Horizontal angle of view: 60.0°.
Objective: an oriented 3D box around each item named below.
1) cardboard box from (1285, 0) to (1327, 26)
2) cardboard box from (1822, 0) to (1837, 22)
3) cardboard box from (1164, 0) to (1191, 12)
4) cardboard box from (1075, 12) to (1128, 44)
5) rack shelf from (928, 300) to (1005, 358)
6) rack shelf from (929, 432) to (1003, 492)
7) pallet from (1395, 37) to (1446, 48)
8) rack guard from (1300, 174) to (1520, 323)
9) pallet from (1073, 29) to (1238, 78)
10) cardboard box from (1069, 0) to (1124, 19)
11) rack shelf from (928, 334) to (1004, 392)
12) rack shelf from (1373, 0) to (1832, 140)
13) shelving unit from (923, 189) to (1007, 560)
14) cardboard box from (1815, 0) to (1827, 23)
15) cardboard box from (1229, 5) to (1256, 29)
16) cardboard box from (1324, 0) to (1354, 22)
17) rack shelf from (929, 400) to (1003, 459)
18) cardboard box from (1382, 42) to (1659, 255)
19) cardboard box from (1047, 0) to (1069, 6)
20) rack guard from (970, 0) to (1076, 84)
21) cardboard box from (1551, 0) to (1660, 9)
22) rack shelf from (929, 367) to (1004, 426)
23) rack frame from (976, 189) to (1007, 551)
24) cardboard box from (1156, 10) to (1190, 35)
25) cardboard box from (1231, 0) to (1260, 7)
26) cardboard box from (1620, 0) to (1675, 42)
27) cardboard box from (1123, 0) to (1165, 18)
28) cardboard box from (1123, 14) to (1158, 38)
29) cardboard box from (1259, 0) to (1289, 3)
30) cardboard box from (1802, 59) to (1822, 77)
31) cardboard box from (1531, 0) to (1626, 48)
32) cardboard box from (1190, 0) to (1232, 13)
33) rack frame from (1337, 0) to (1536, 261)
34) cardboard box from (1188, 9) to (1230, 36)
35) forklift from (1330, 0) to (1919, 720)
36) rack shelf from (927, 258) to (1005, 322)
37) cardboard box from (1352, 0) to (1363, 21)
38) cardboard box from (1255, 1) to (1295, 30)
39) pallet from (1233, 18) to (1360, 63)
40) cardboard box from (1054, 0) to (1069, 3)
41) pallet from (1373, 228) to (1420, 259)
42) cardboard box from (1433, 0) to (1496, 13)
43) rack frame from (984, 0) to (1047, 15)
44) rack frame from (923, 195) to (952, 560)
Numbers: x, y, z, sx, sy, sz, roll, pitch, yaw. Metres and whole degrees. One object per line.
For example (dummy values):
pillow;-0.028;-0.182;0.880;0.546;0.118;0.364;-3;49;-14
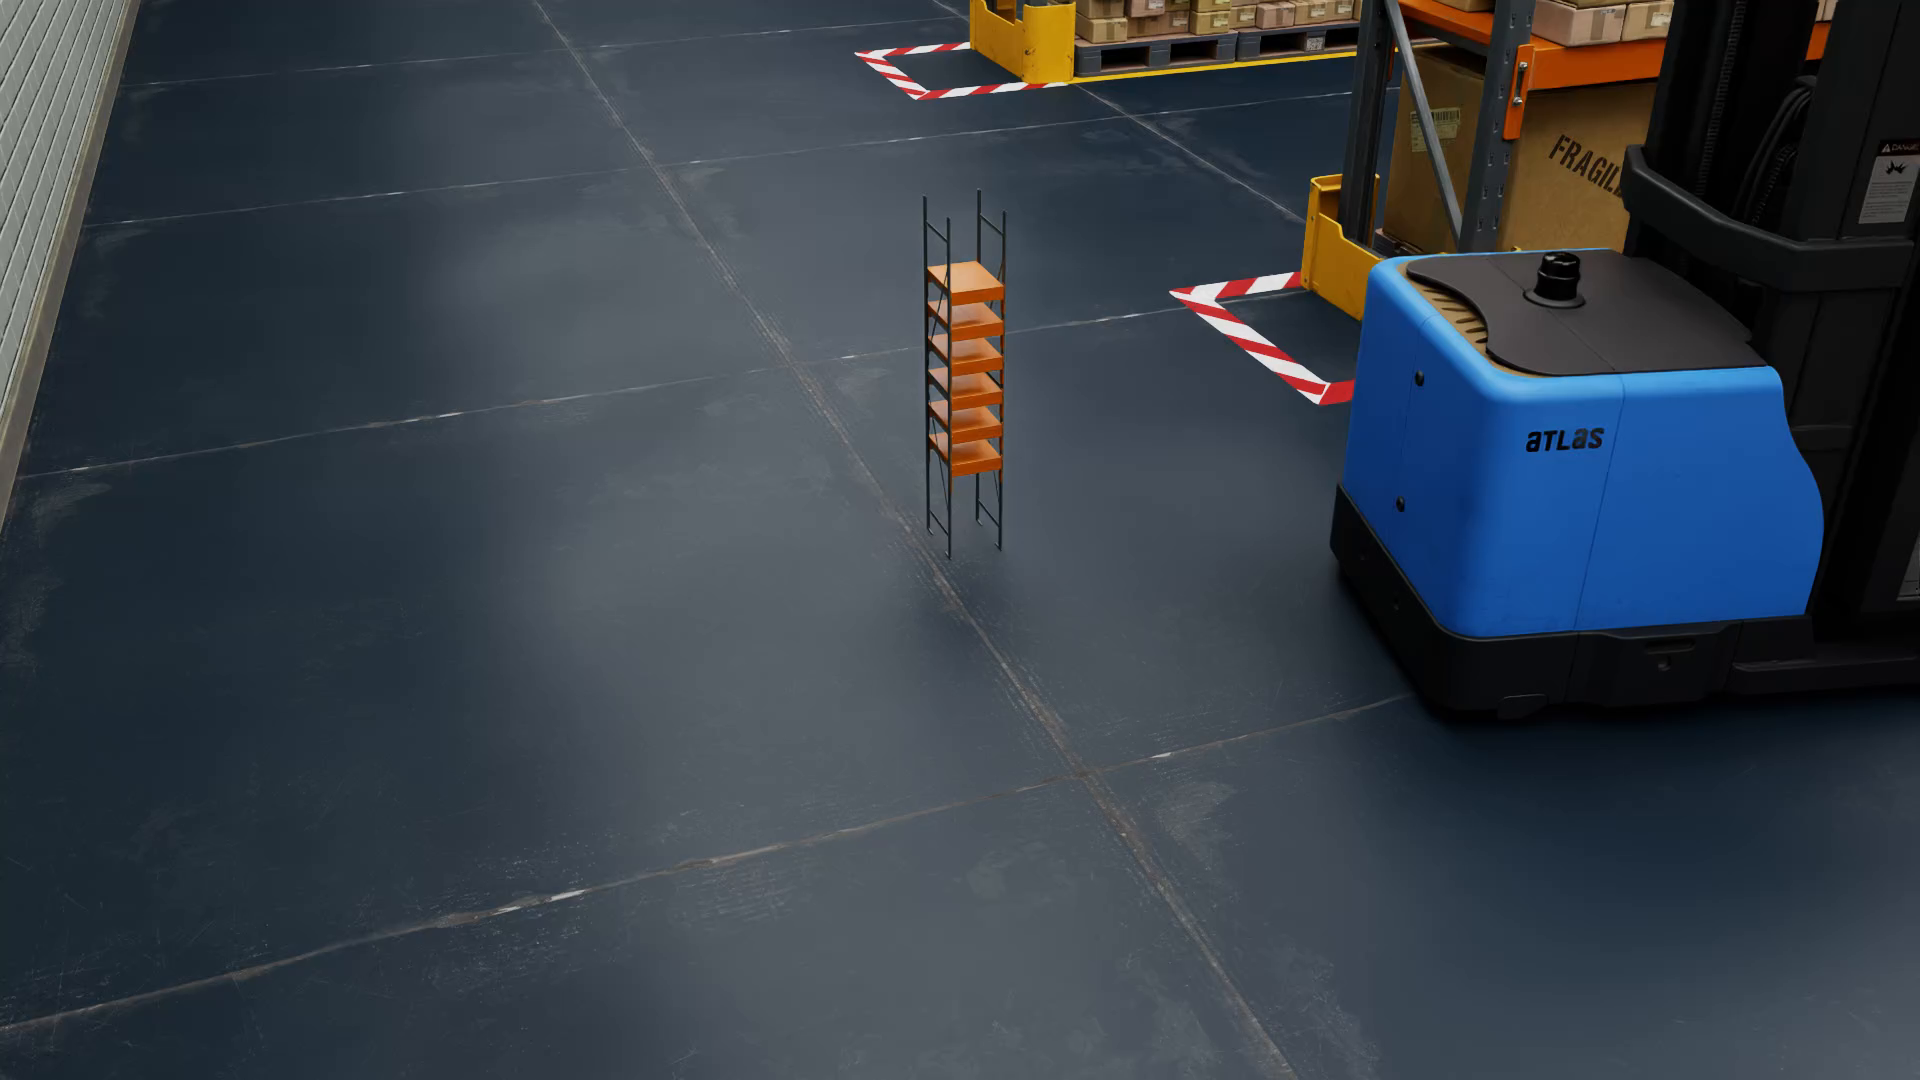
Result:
cardboard box;2.393;-3.775;11.801;0.250;0.149;0.380;-10;31;-18
cardboard box;3.632;-2.319;7.045;0.250;0.149;0.380;-11;31;-18
cardboard box;1.401;-3.765;11.483;0.250;0.149;0.380;-10;31;-17
cardboard box;0.948;-3.502;11.322;0.250;0.149;0.380;-10;31;-17
rack shelf;0.014;-0.694;5.361;0.180;0.103;0.258;-10;31;-18
rack shelf;0.014;-0.277;5.598;0.180;0.103;0.258;-10;31;-18
pallet;3.477;-3.962;12.492;1.213;0.211;1.003;-10;31;-18
rack guard;1.957;-1.207;7.364;0.348;0.500;1.175;-10;31;-18
pallet;1.190;-3.541;11.753;1.213;0.211;1.003;-10;31;-18
cardboard box;0.926;-3.660;11.300;0.250;0.149;0.380;-9;31;-16
rack shelf;0.014;-0.589;5.420;0.180;0.103;0.258;-10;31;-18
rack shelf;3.854;-2.330;7.536;4.000;0.370;1.077;-10;31;-18
shelving unit;0.014;-0.524;5.457;0.189;1.200;0.258;-10;31;-18
cardboard box;3.390;-2.275;6.966;0.250;0.149;0.380;-11;31;-19
cardboard box;1.879;-3.712;11.692;0.250;0.149;0.380;-10;31;-18
cardboard box;2.607;-3.832;11.901;0.250;0.149;0.380;-10;31;-17
rack shelf;0.014;-0.381;5.539;0.180;0.103;0.258;-10;31;-18
cardboard box;2.552;-1.704;7.433;0.875;0.875;0.875;-10;31;-18
cardboard box;0.766;-3.747;11.753;0.250;0.149;0.380;-10;31;-17
rack guard;0.416;-3.543;11.464;0.348;0.500;1.175;-10;31;-18
cardboard box;2.524;-2.319;6.641;0.500;0.250;0.500;-11;32;-19
rack shelf;0.014;-0.485;5.479;0.180;0.103;0.258;-10;31;-18
rack frame;0.099;-0.540;5.485;0.006;1.200;0.240;-10;31;-18
cardboard box;1.395;-3.631;11.549;0.250;0.149;0.380;-10;31;-17
cardboard box;1.894;-3.849;11.630;0.250;0.149;0.380;-12;32;-20
cardboard box;2.668;-2.141;6.732;0.250;0.149;0.380;-11;31;-18
cardboard box;1.202;-3.681;11.337;0.250;0.149;0.380;-11;31;-18
cardboard box;1.165;-3.585;11.468;0.250;0.149;0.380;-11;31;-18
cardboard box;2.134;-3.915;11.746;0.250;0.149;0.380;-9;31;-15
cardboard box;3.405;-1.861;7.709;0.875;0.875;0.875;-10;31;-18
cardboard box;2.428;-2.096;6.653;0.250;0.149;0.380;-10;31;-17
cardboard box;1.679;-3.759;11.472;0.250;0.149;0.380;-9;31;-16
rack frame;1.980;-2.297;6.752;0.127;3.000;1.000;-10;31;-18
cardboard box;1.673;-3.624;11.537;0.250;0.149;0.380;-10;31;-17
forklift;2.794;-1.068;4.664;3.031;2.935;1.130;-4;30;-6
rack shelf;0.014;-0.798;5.301;0.180;0.103;0.258;-10;31;-18
cardboard box;2.875;-3.846;11.926;0.250;0.149;0.380;-11;31;-18
cardboard box;2.142;-3.715;11.696;0.250;0.149;0.380;-12;32;-20
pallet;2.332;-3.750;12.119;1.213;0.211;1.003;-10;31;-18
cardboard box;0.740;-3.912;11.742;0.250;0.149;0.380;-11;32;-19
pallet;2.702;-1.260;7.748;1.213;0.211;1.003;-10;31;-18
cardboard box;2.199;-2.402;7.190;0.250;0.149;0.380;-10;31;-17
rack frame;0.345;-4.616;10.822;0.127;3.000;1.000;-10;31;-18
rack frame;-0.072;-0.508;5.430;0.006;1.200;0.240;-10;31;-18
